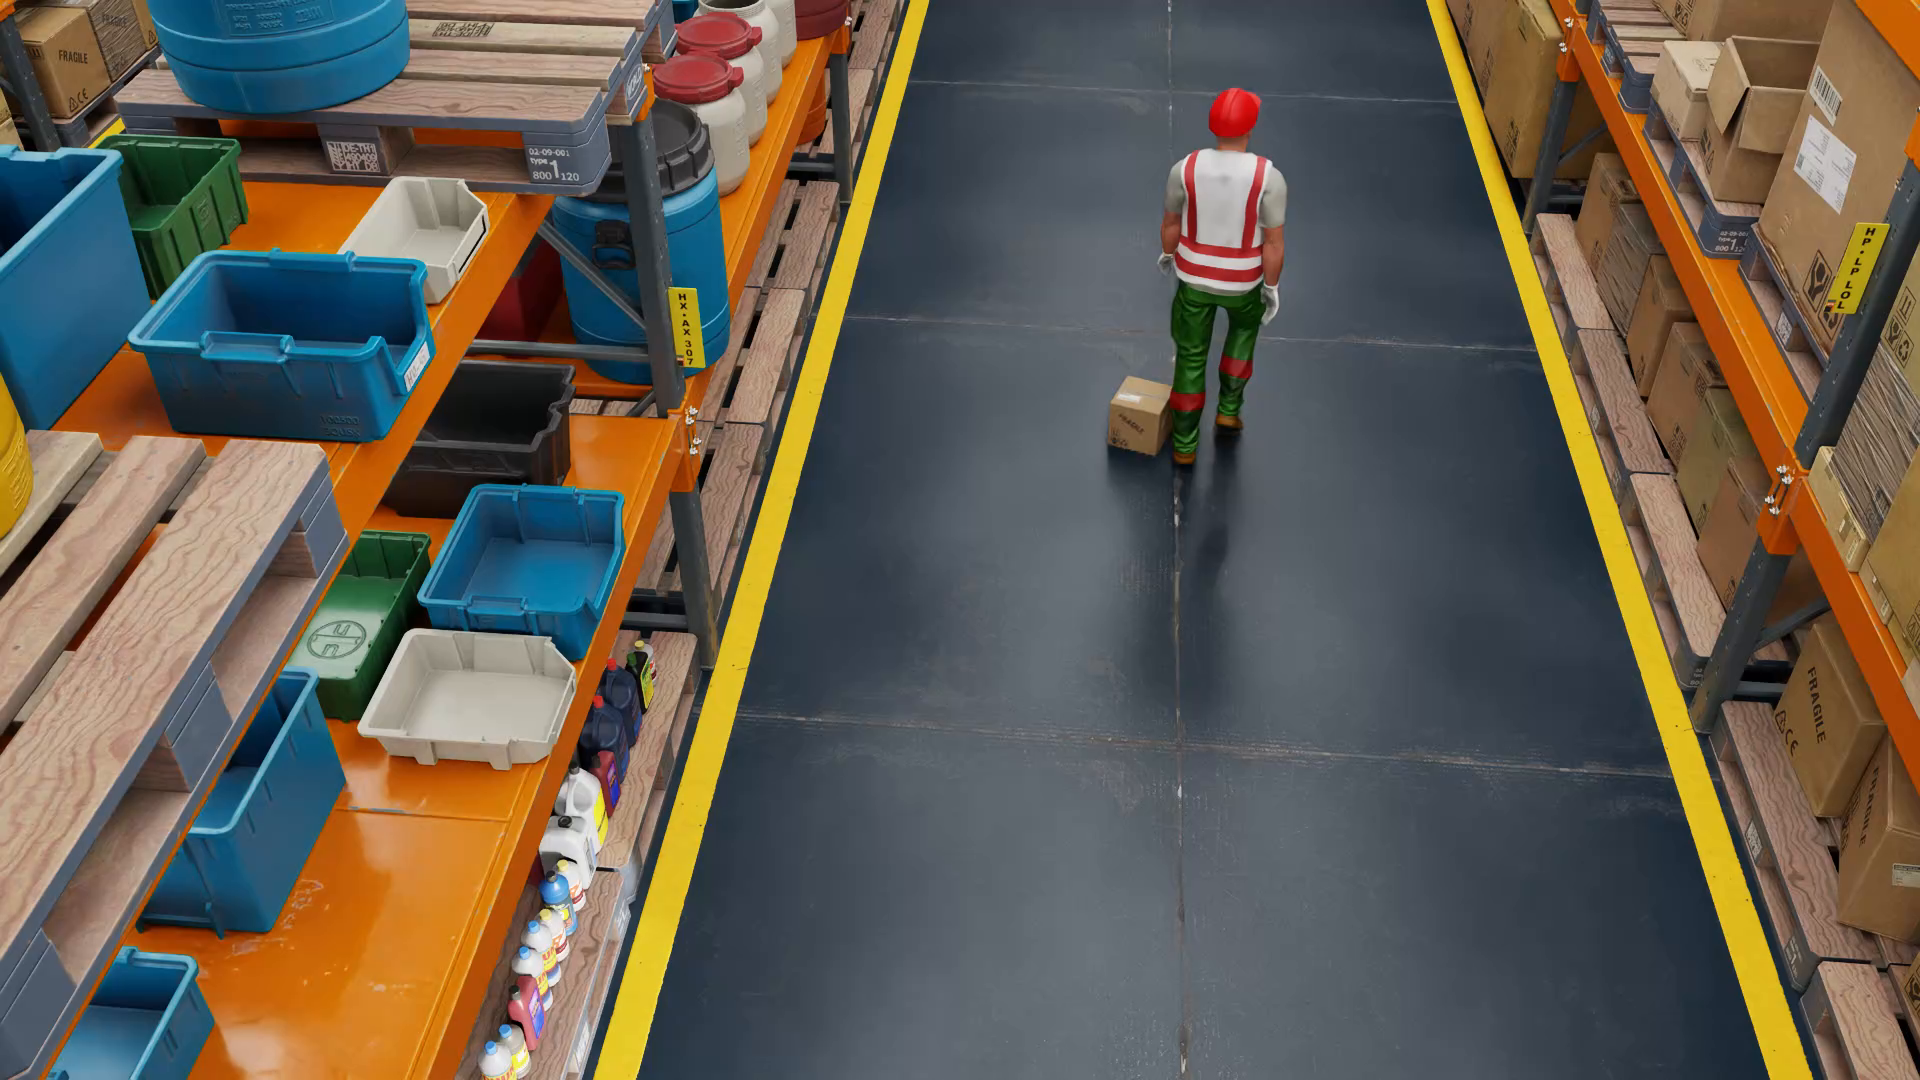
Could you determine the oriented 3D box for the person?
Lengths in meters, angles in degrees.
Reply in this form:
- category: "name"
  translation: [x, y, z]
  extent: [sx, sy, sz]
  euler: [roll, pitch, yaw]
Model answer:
- category: "person"
  translation: [1.166, -1.167, 7.549]
  extent: [0.586, 1.841, 0.563]
  euler: [9, 41, 11]
